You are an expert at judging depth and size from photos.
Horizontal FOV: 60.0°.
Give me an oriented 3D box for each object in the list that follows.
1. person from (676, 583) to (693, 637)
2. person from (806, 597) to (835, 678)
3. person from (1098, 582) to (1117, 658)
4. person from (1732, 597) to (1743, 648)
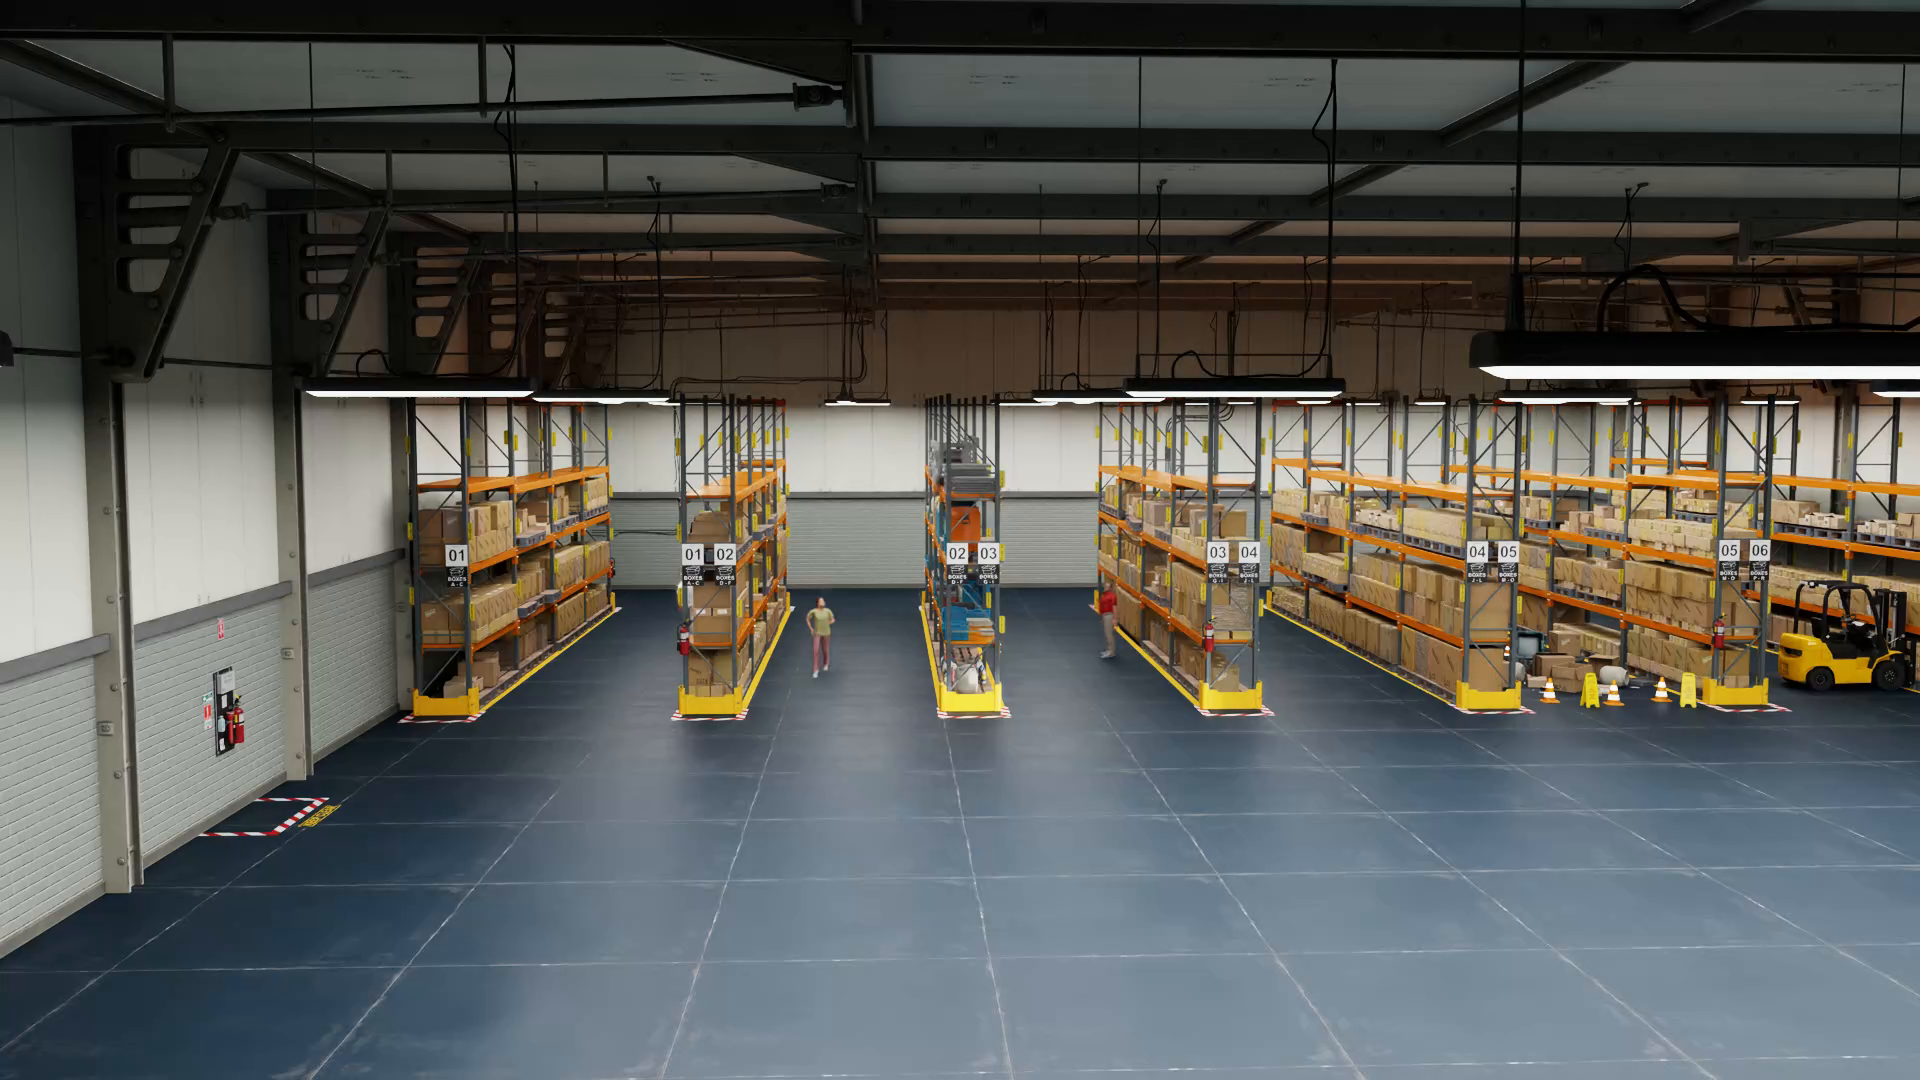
[{"bbox_3d":[-6.707,1.632,40.898,0.533,1.730,1.013,0,5,3],"label":"person"},{"bbox_3d":[-2.995,2.060,35.677,0.623,1.700,0.830,0,5,2],"label":"person"},{"bbox_3d":[3.388,1.831,38.352,0.387,1.730,0.601,-1,5,-13],"label":"person"},{"bbox_3d":[17.030,2.029,36.402,0.401,1.663,0.485,3,5,29],"label":"person"}]
